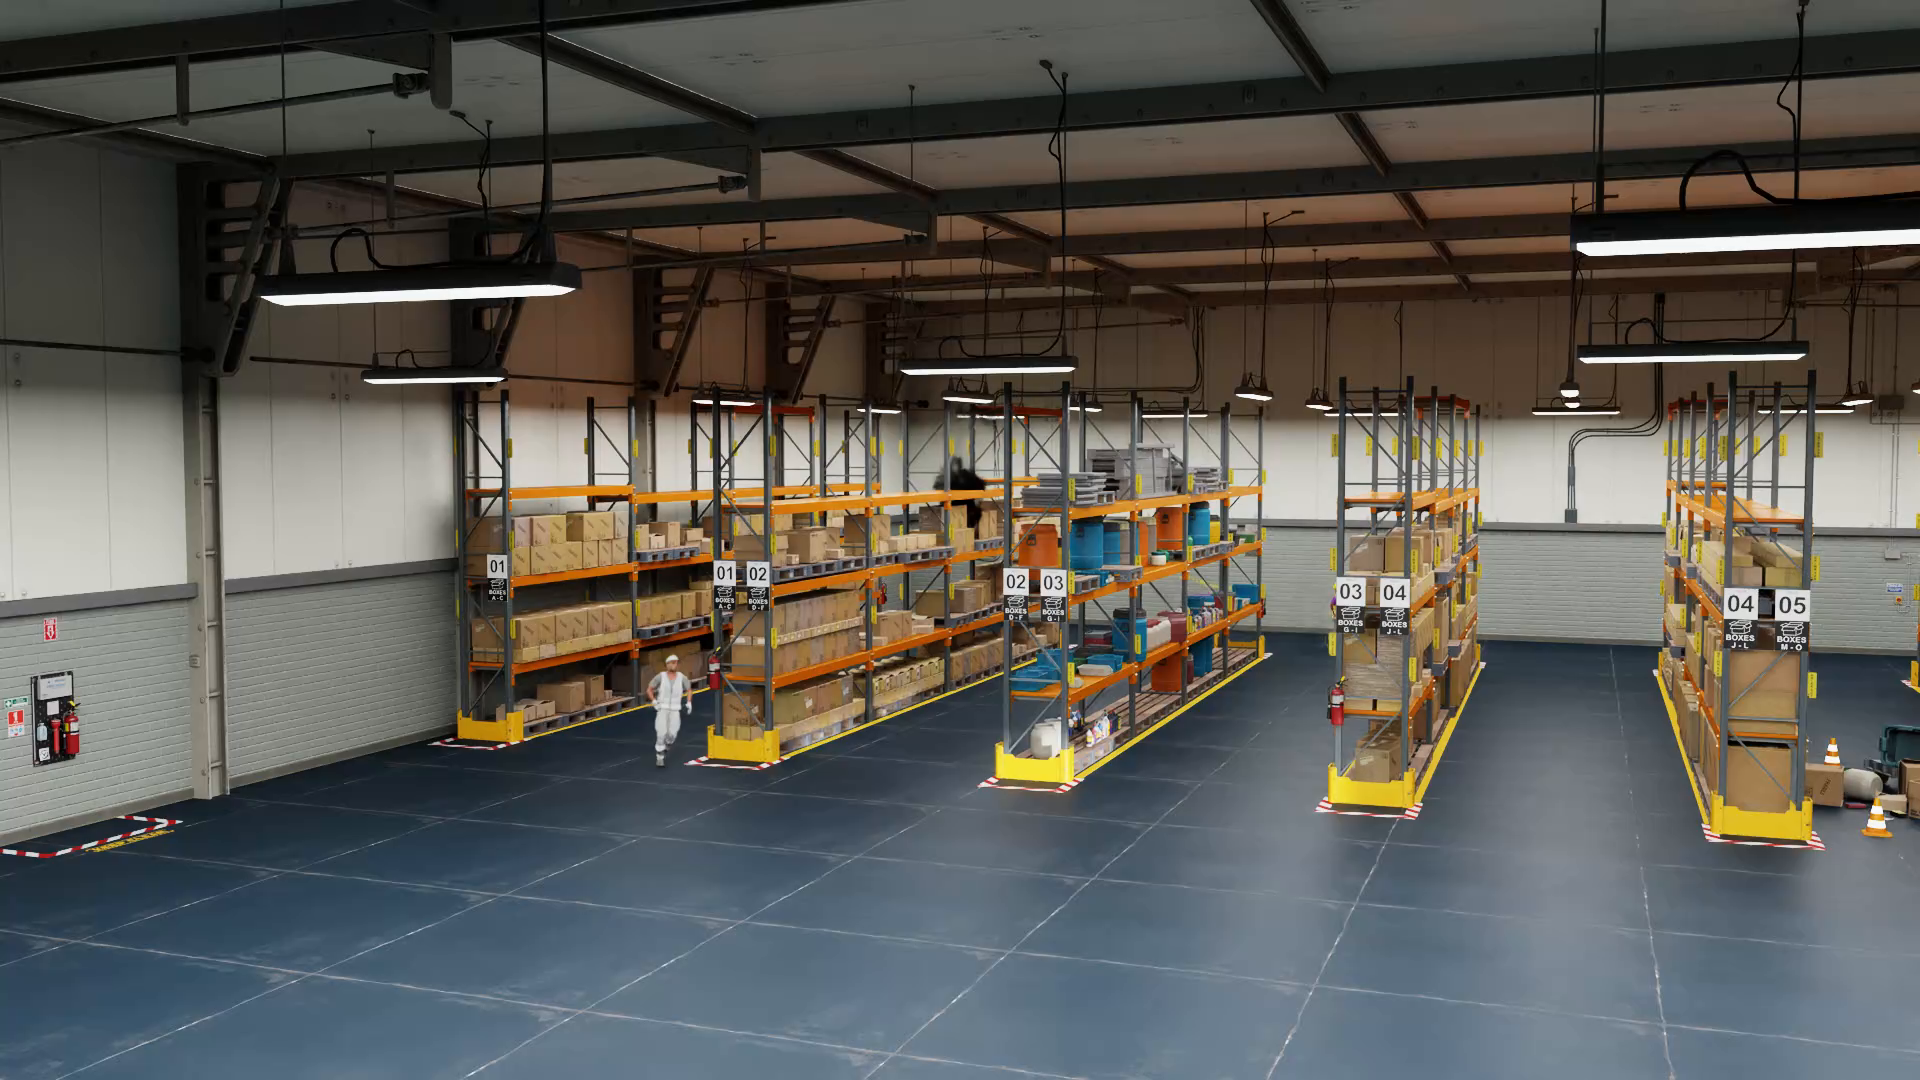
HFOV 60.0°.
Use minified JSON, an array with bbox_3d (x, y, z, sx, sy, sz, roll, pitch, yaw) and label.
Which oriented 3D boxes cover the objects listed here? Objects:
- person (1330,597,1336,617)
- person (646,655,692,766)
[{"bbox_3d":[9.357,1.909,40.506,0.579,1.718,0.703,1,3,24],"label":"person"},{"bbox_3d":[-4.579,2.688,26.269,0.731,1.735,0.526,-1,3,-17],"label":"person"}]
